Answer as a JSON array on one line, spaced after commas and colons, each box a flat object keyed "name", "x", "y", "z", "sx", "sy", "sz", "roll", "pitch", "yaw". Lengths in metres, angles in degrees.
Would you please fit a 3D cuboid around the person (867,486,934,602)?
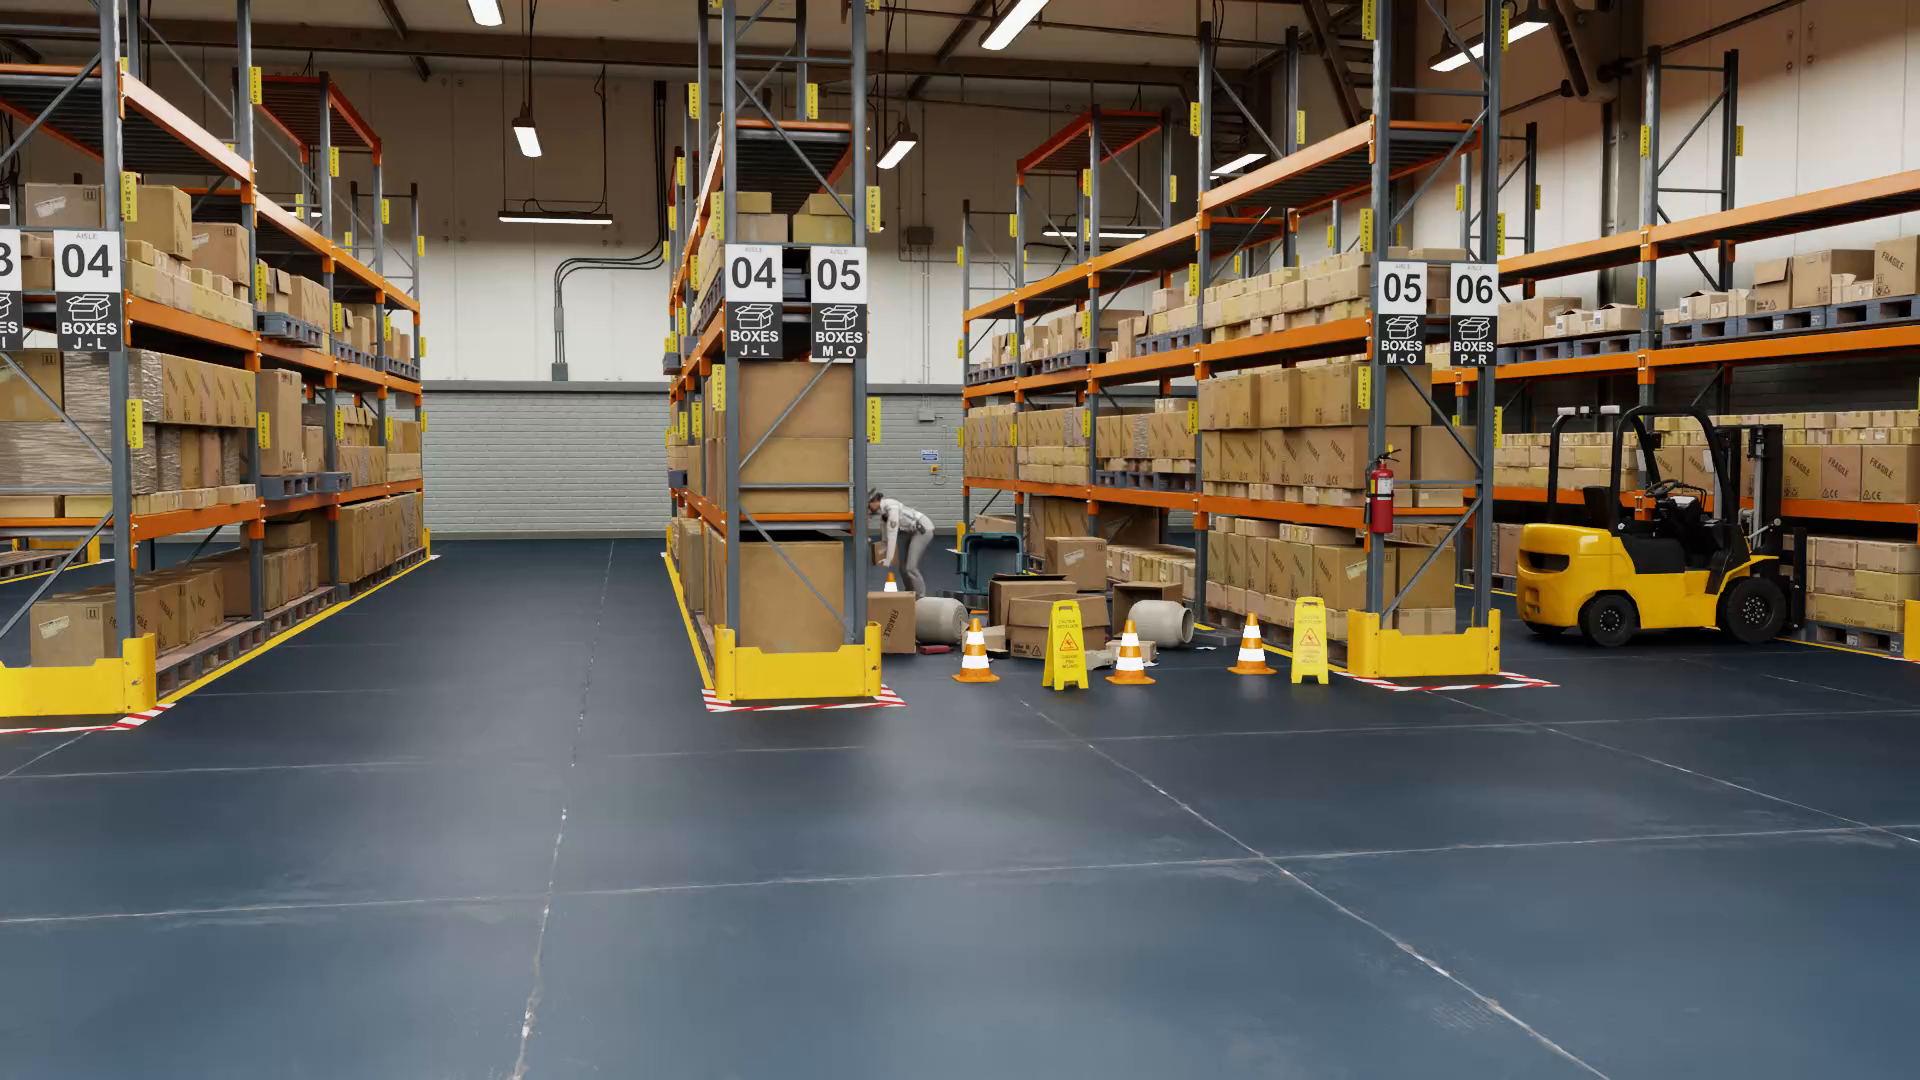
[{"name": "person", "x": -0.708, "y": 0.092, "z": 18.248, "sx": 0.857, "sy": 1.366, "sz": 0.402, "roll": -1, "pitch": 3, "yaw": -13}]
